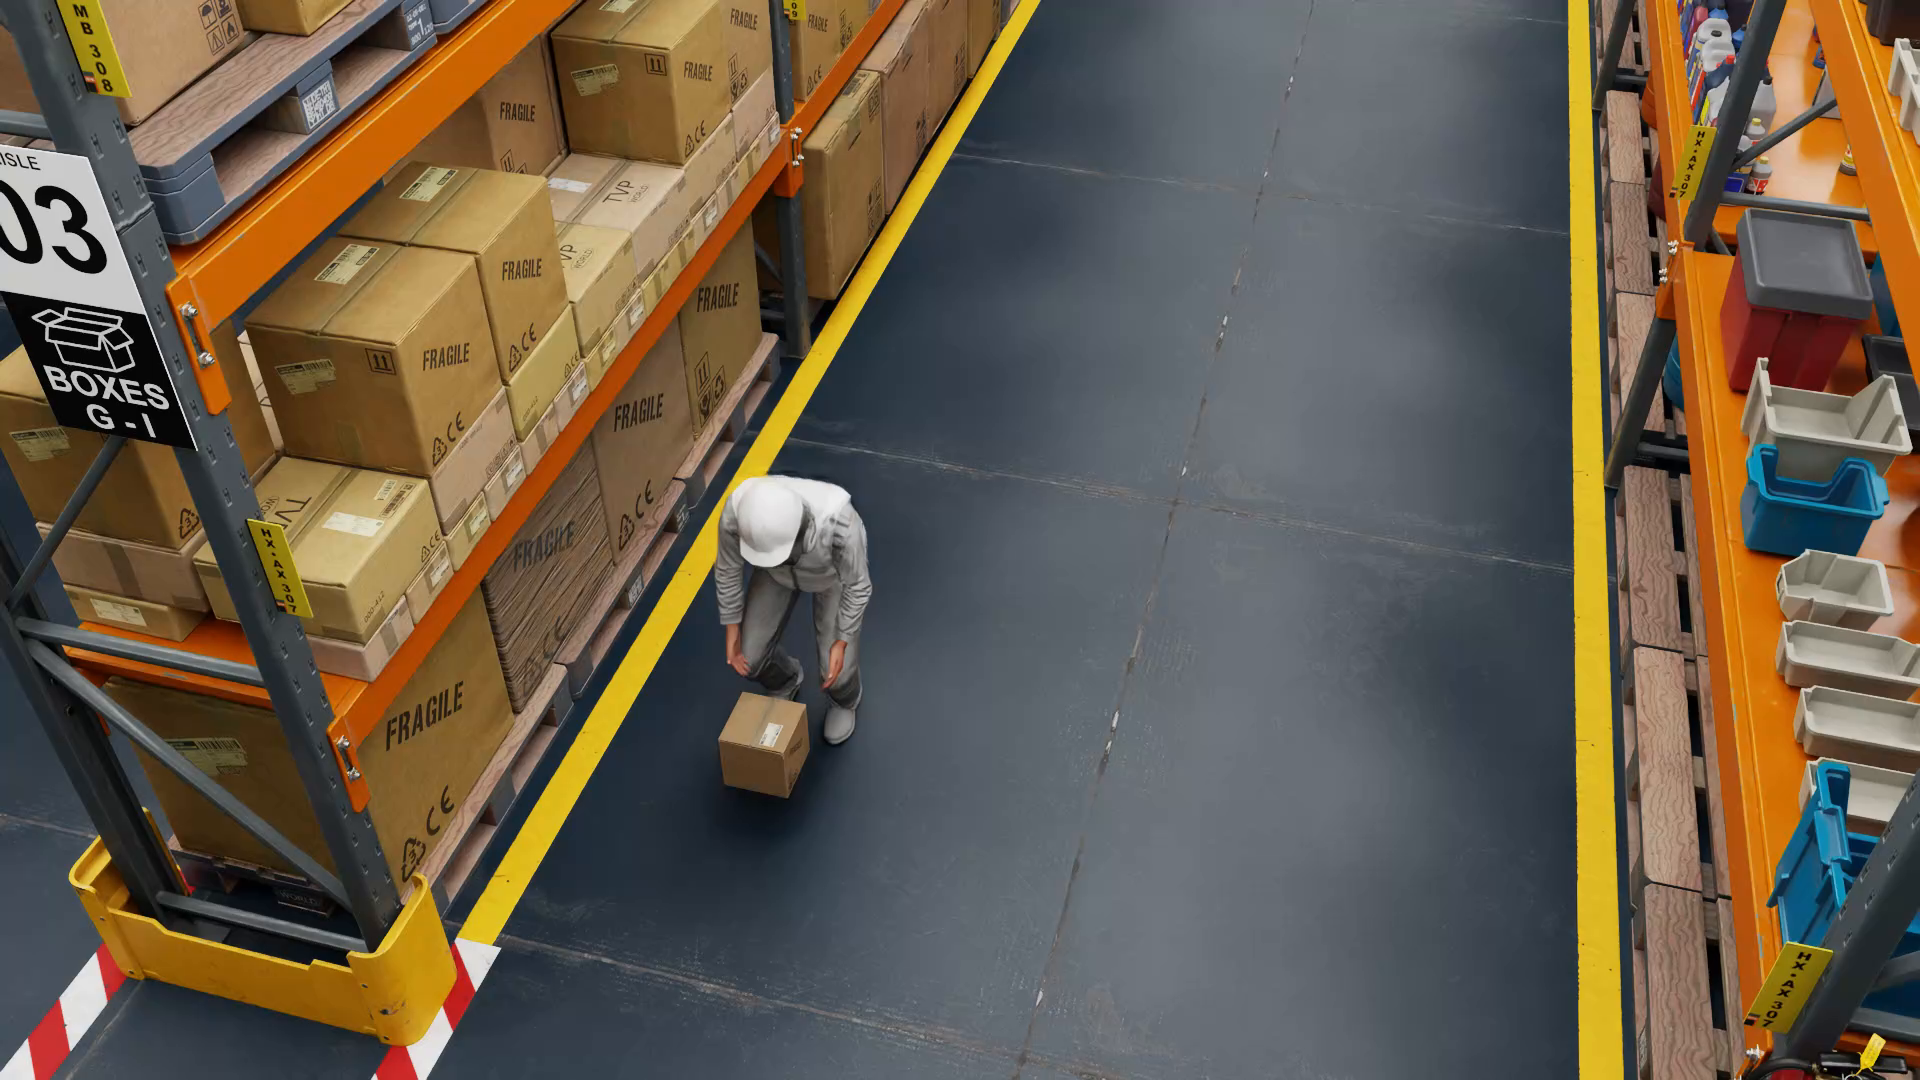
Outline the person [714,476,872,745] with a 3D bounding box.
[{"bbox_3d":[-0.582,0.204,6.175,0.592,1.422,0.768,10,42,11],"label":"person"}]
